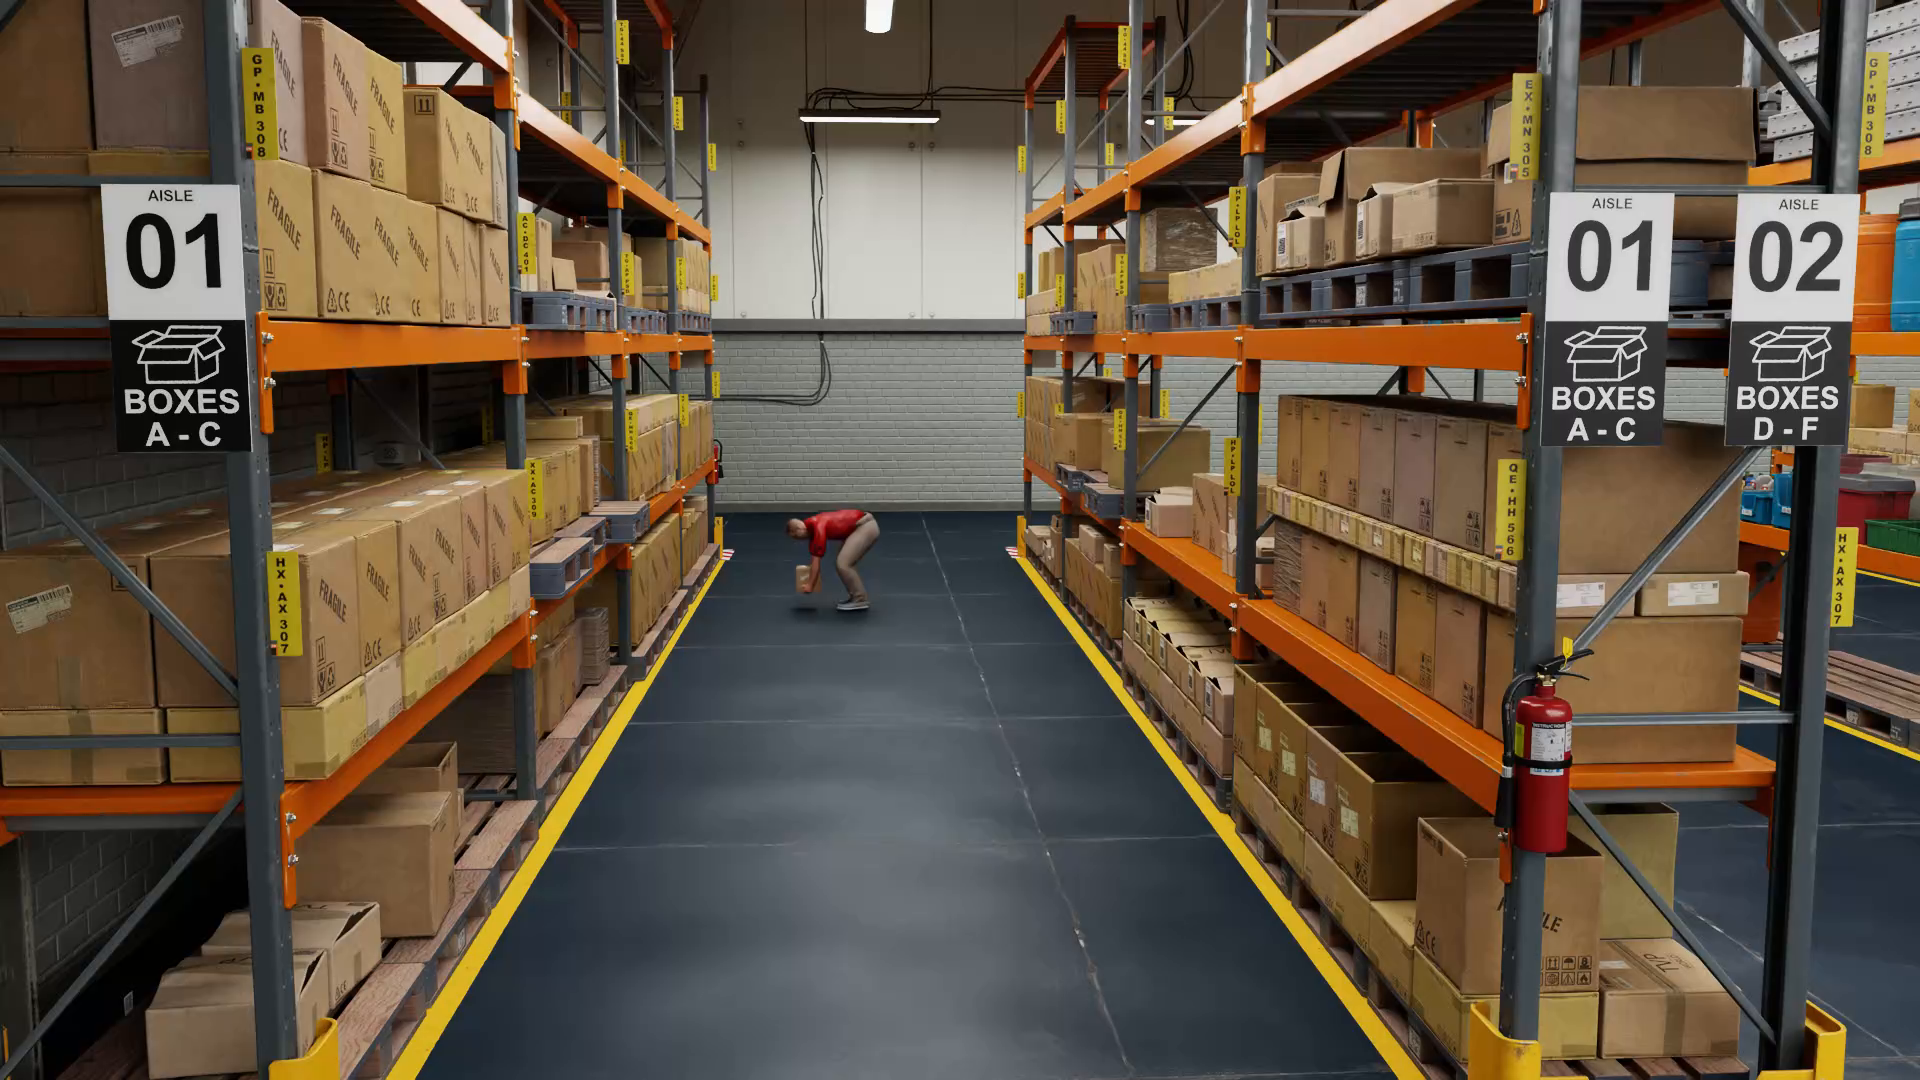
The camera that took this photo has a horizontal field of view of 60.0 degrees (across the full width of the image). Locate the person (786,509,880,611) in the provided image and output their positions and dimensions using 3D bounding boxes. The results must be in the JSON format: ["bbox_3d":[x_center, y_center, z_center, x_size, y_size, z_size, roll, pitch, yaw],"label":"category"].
[{"bbox_3d":[-1.308,0.199,17.123,0.963,1.026,0.517,-1,7,-6],"label":"person"}]
